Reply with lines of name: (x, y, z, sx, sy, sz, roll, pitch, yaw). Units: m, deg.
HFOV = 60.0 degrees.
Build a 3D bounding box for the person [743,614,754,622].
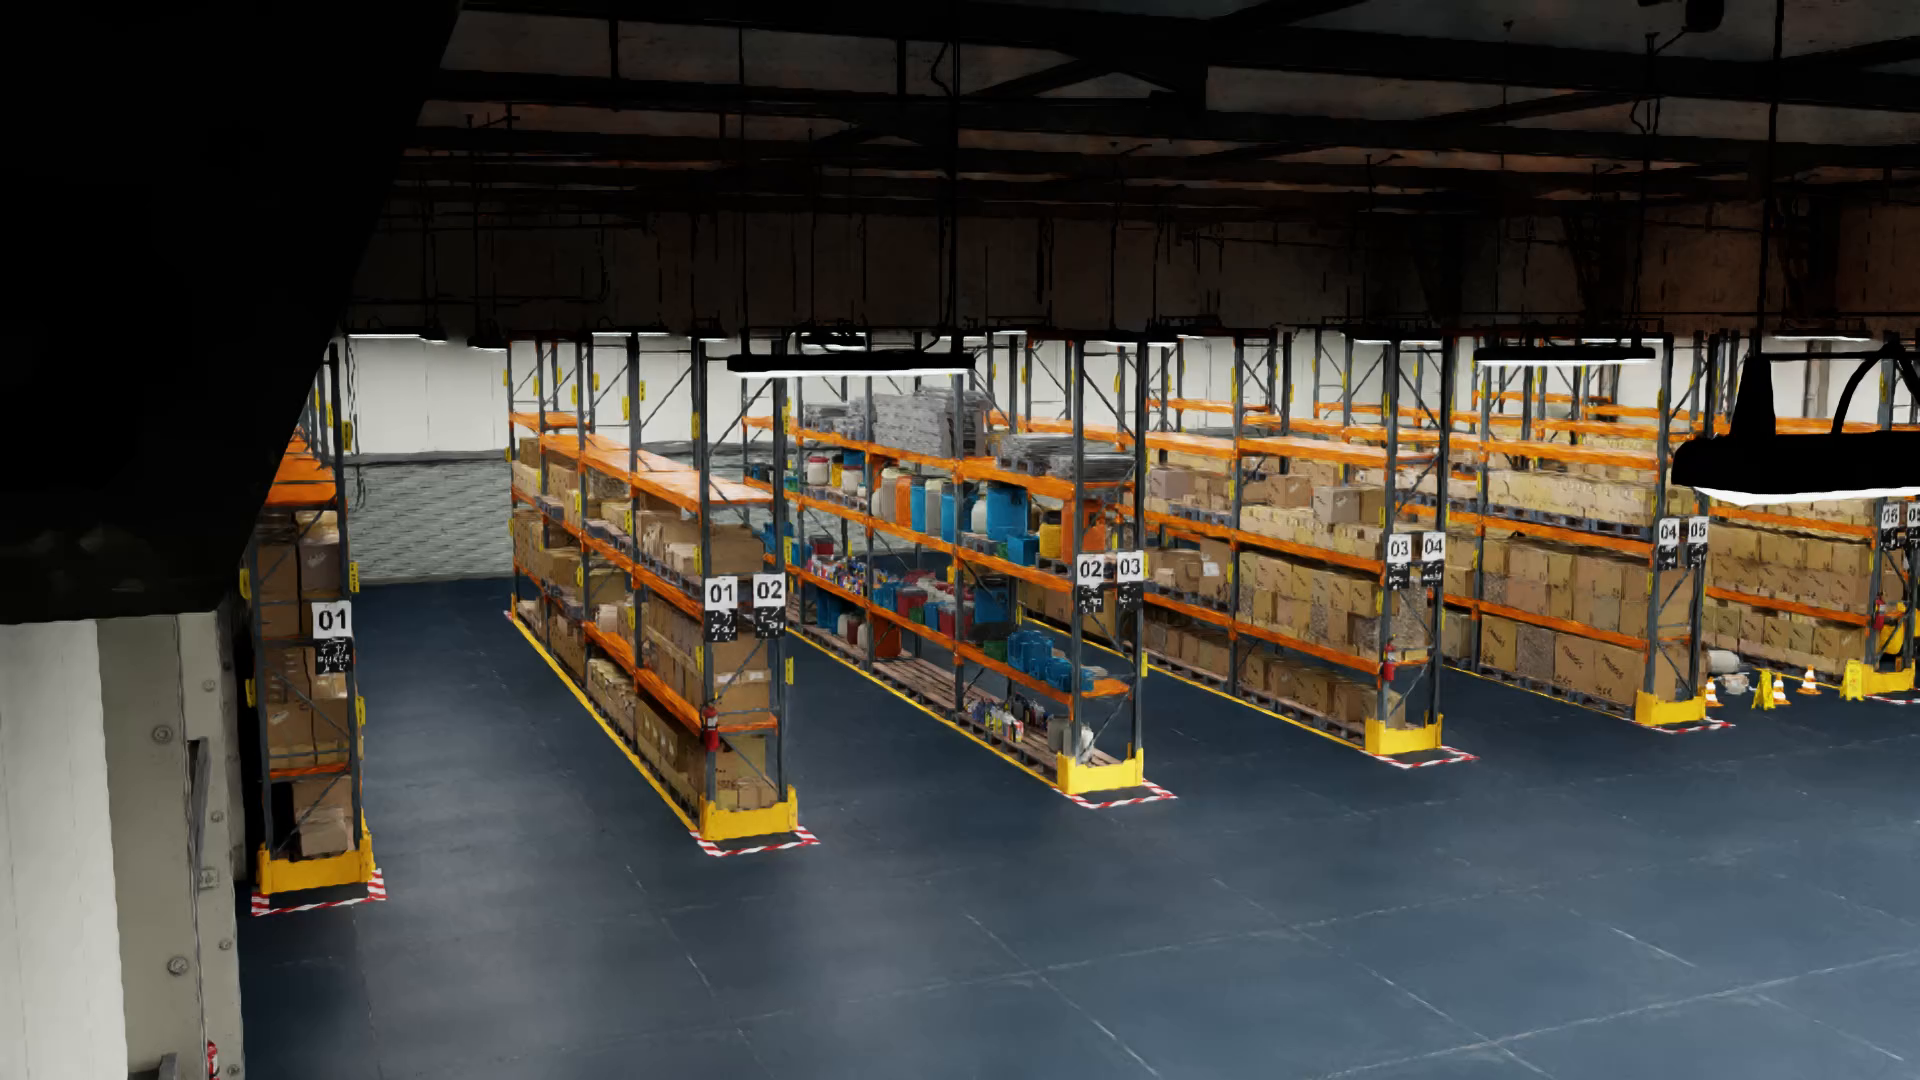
person: (-3.740, 1.483, 29.135, 0.598, 1.774, 0.463, 8, 11, 44)
